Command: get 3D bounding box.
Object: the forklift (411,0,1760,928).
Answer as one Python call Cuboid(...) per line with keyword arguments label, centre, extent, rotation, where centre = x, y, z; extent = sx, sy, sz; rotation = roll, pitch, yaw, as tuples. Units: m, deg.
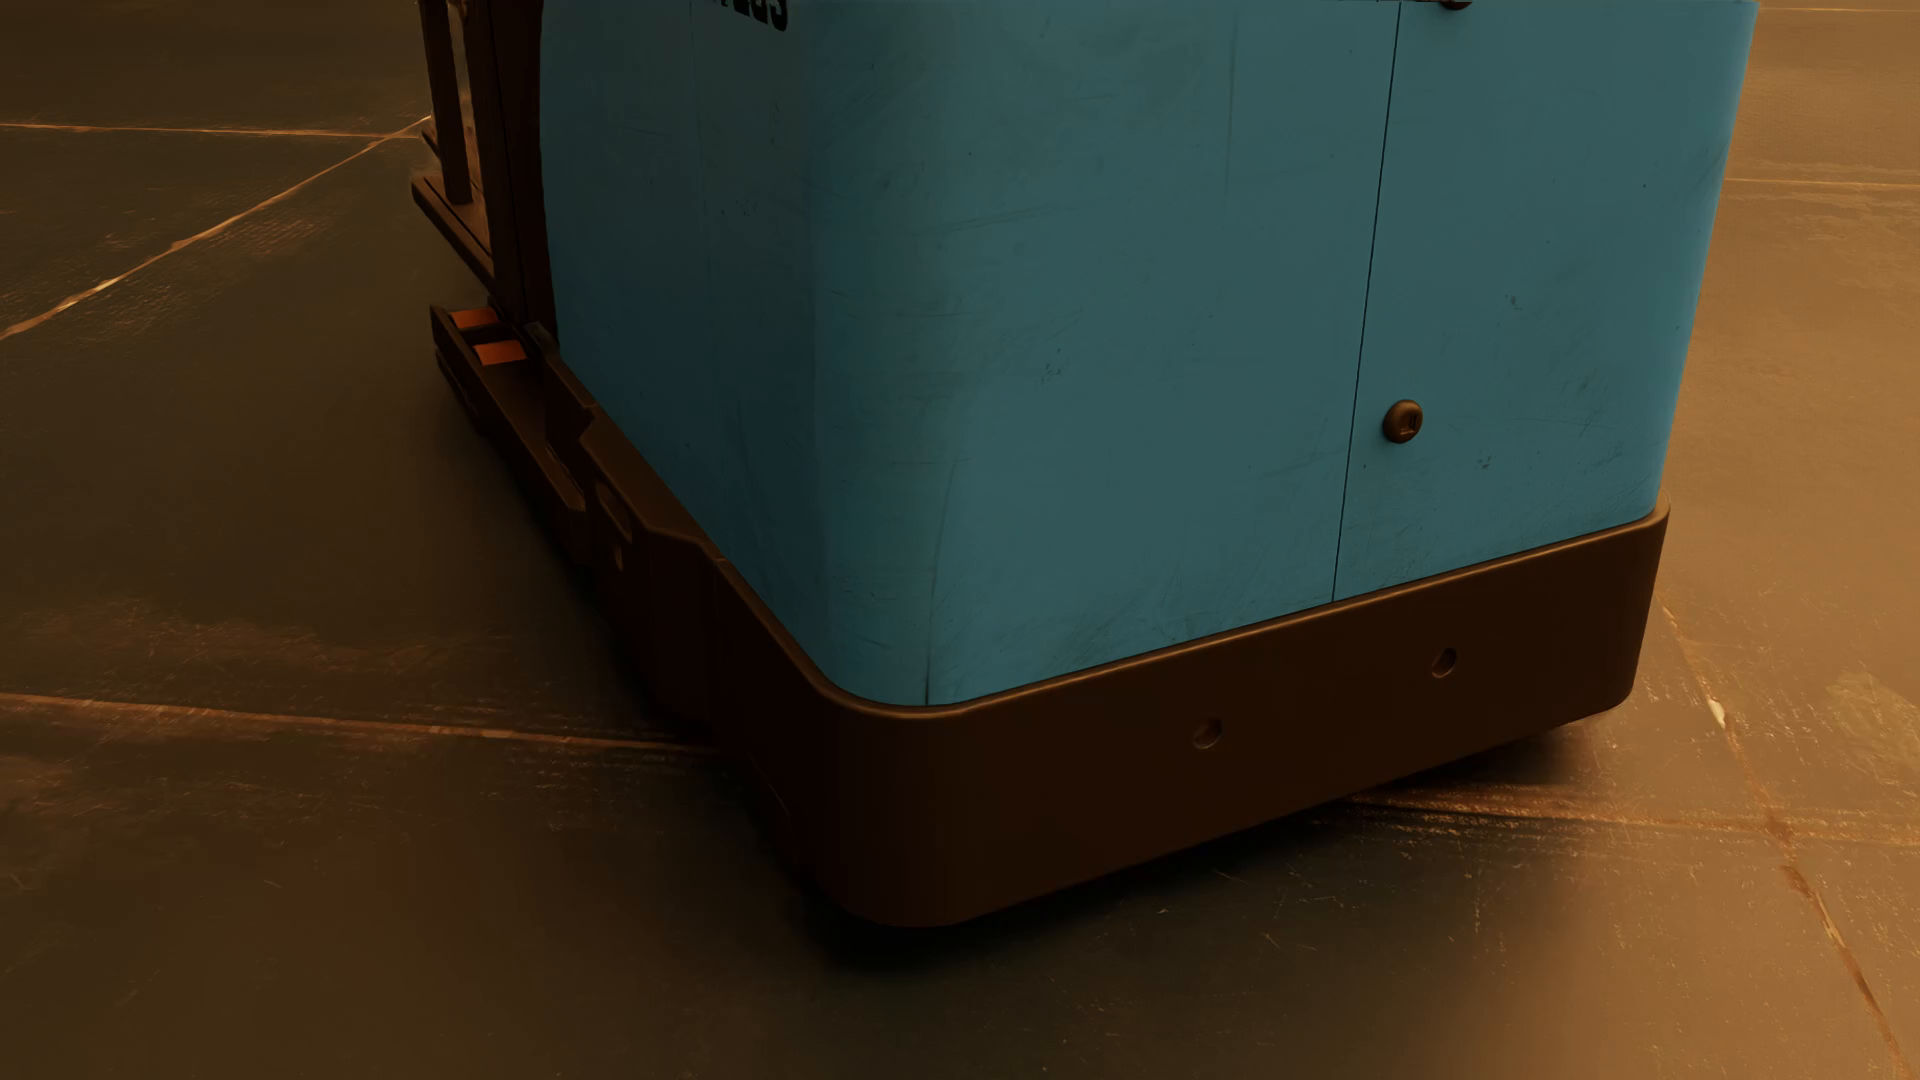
Cuboid(label="forklift", centre=(-0.301, -1.568, 2.359), extent=(1.130, 2.935, 3.031), rotation=(-13, 29, -24))
